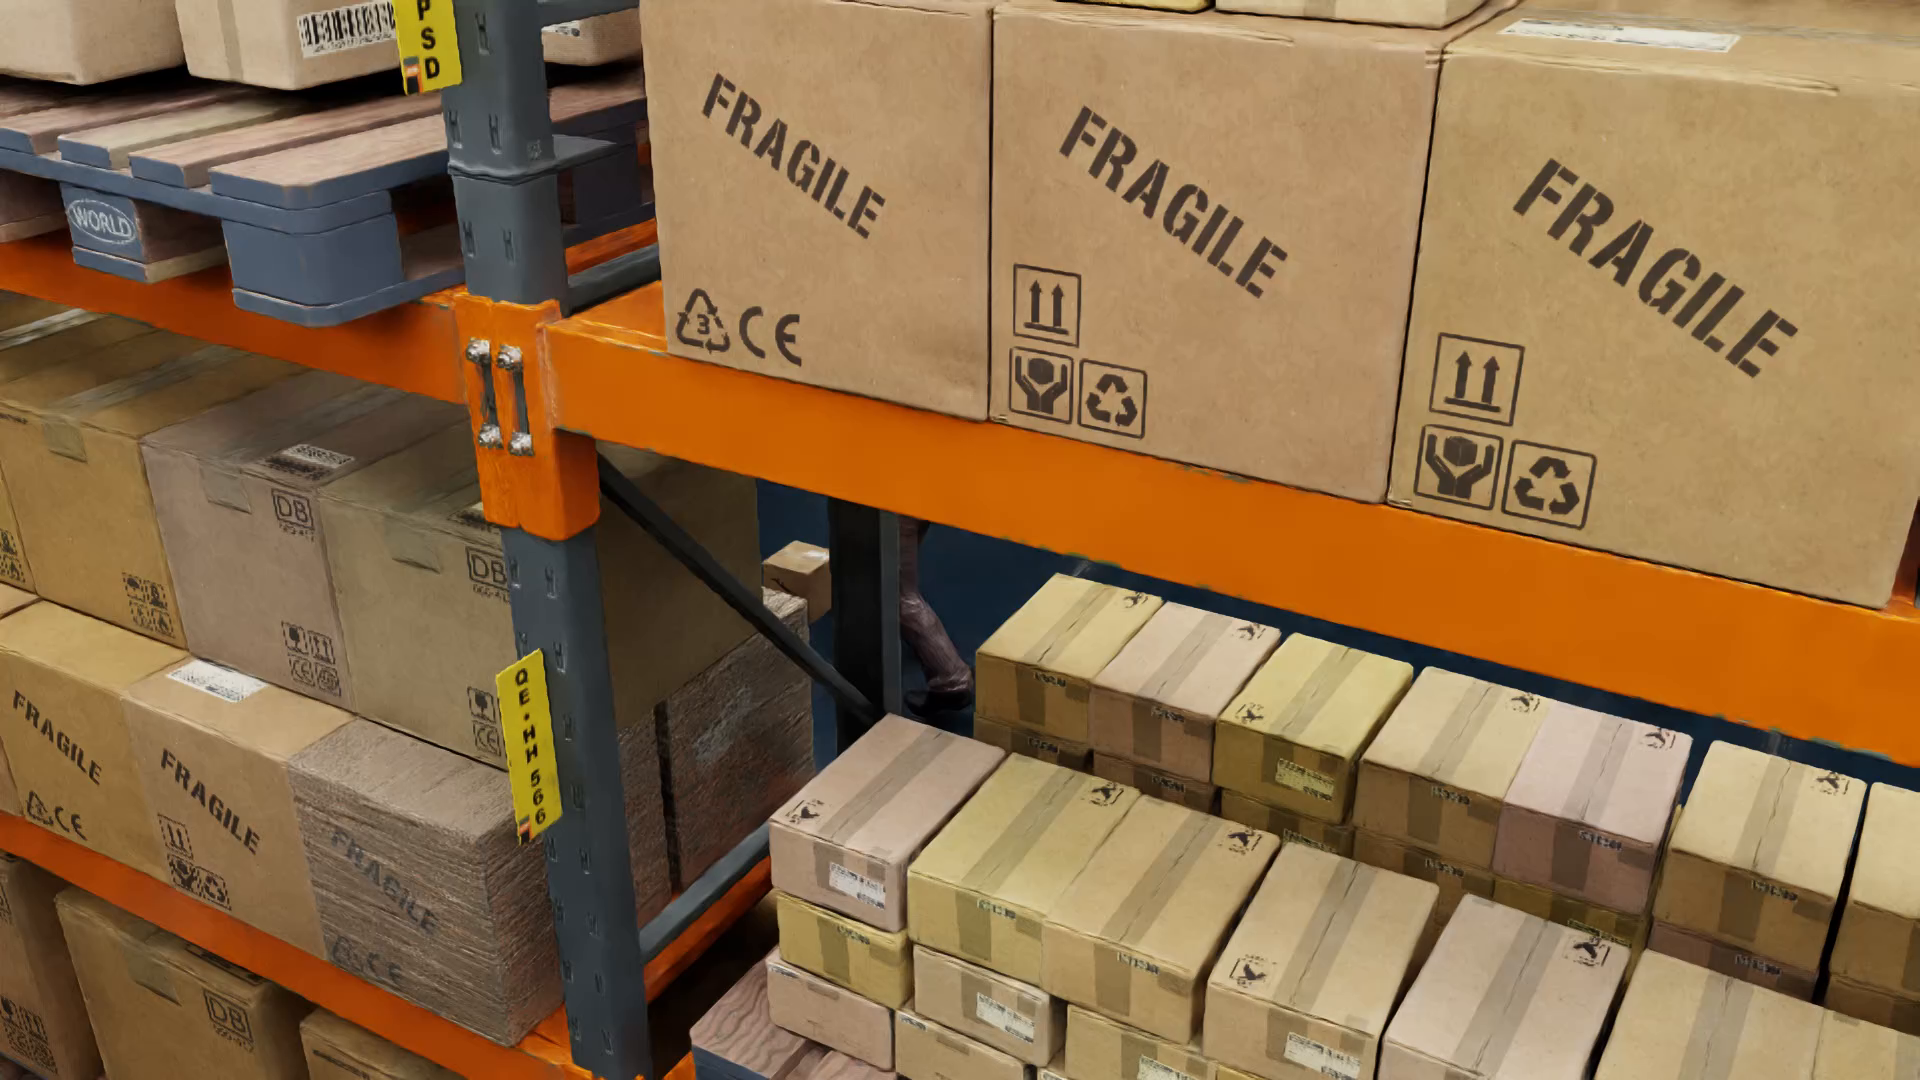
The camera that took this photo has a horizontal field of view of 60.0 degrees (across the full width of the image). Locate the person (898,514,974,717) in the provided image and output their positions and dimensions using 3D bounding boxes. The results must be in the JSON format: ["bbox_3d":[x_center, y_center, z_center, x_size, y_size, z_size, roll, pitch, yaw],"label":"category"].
[{"bbox_3d":[-0.225,-0.183,6.535,0.940,1.707,0.537,21,33,36],"label":"person"}]
